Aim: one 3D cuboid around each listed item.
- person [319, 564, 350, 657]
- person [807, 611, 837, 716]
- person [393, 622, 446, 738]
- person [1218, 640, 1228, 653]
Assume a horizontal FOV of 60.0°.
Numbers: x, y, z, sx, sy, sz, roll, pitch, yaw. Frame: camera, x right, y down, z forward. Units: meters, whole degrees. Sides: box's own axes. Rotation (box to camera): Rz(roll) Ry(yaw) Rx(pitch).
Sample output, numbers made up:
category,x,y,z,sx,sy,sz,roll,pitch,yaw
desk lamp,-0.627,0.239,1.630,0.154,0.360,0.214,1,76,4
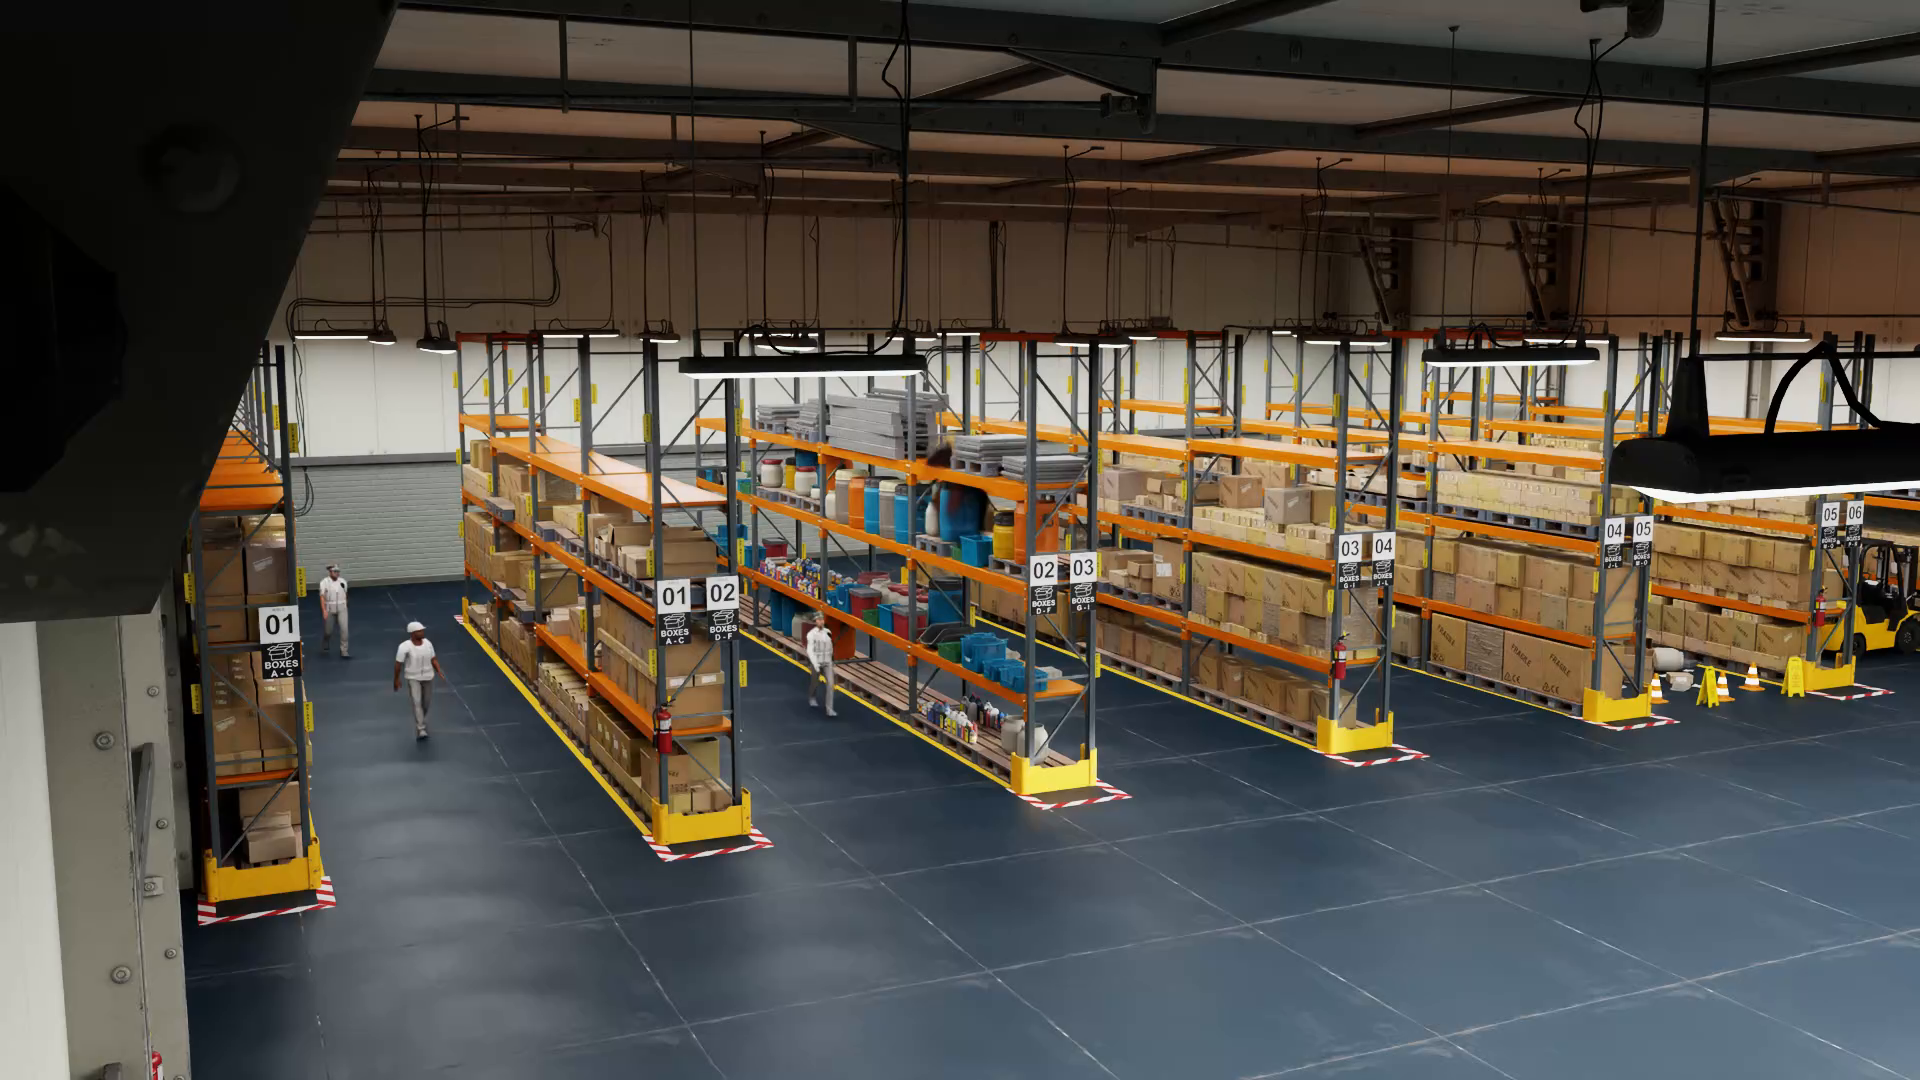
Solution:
category,x,y,z,sx,sy,sz,roll,pitch,yaw
person,-11.678,1.288,31.036,0.520,1.722,0.857,-4,9,-28
person,-2.211,1.946,26.513,0.496,1.643,0.962,-3,8,-18
person,-8.216,2.090,25.256,0.749,1.725,1.080,-4,9,-29
person,4.789,1.454,30.147,0.397,1.673,0.537,-3,8,-19
